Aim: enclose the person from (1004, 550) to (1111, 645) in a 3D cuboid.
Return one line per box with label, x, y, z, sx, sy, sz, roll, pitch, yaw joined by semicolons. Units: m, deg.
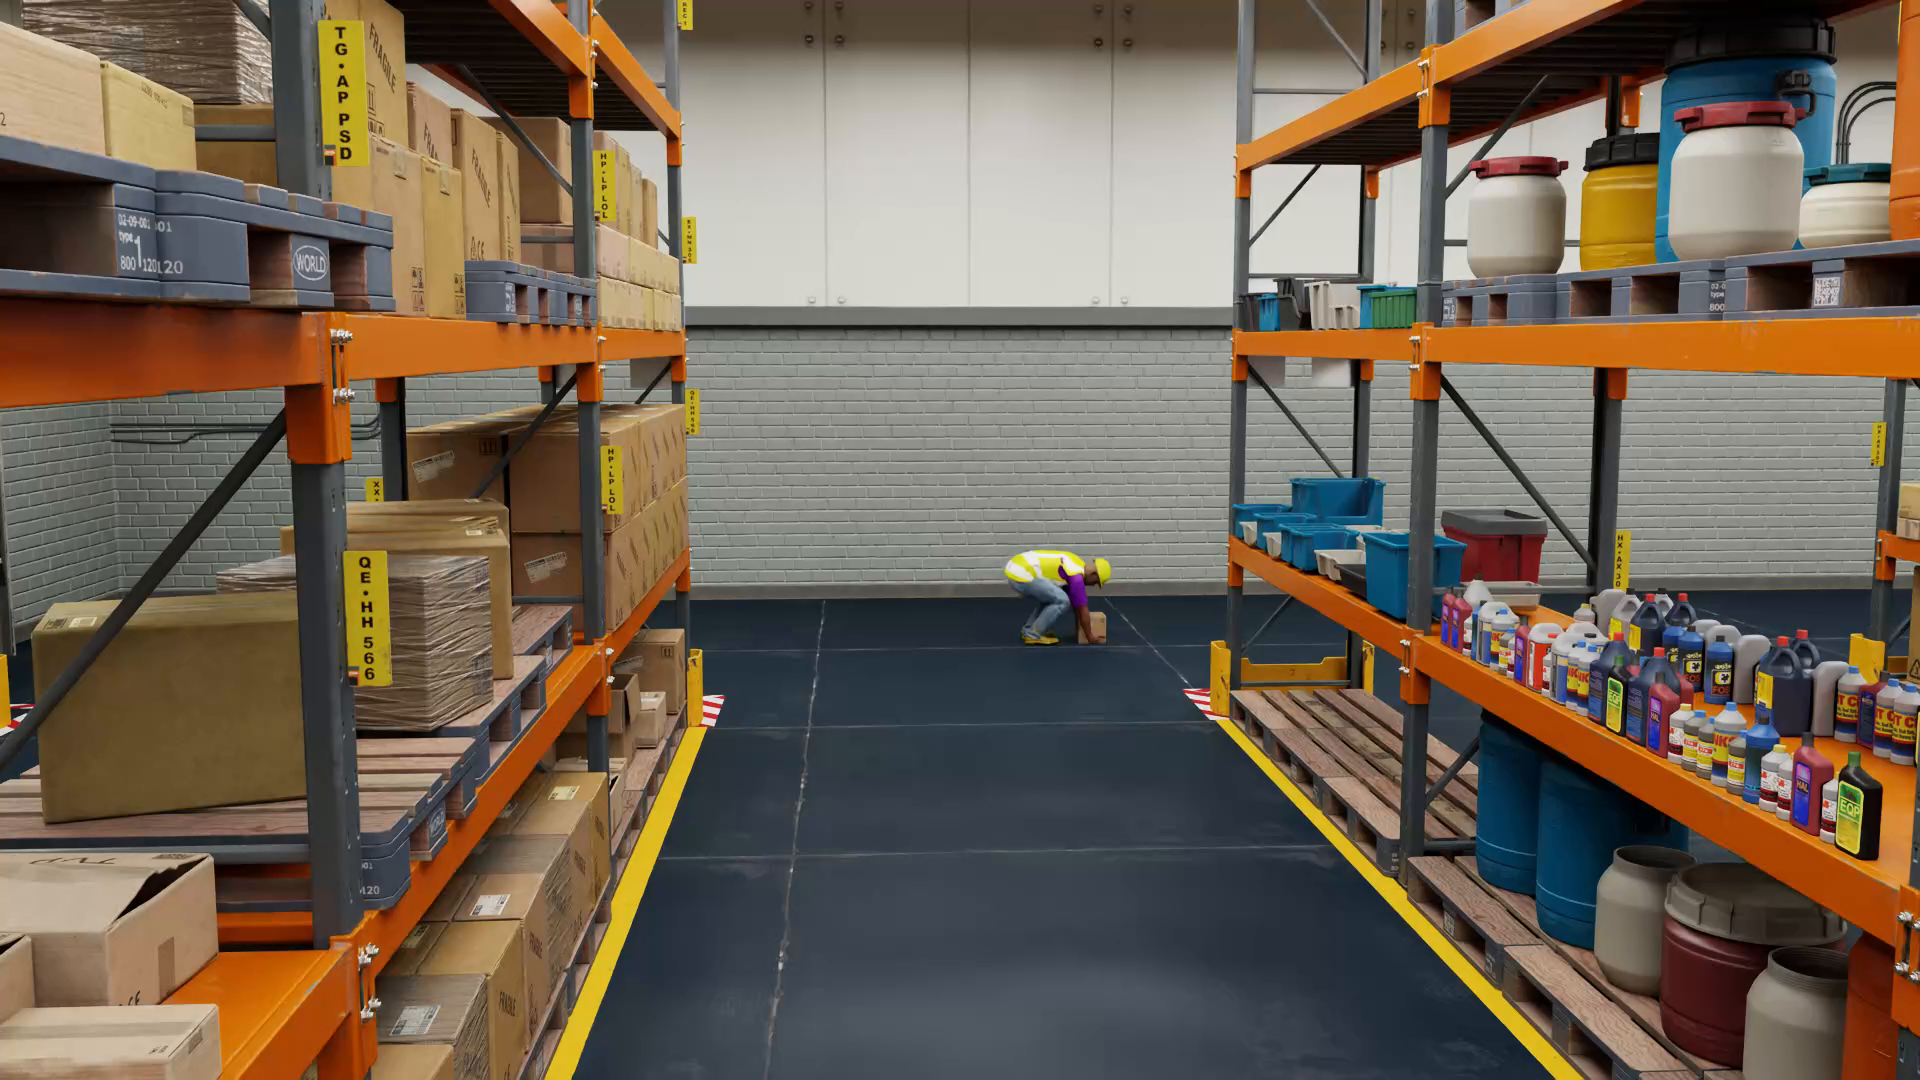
person;0.905;0.524;15.232;0.963;0.859;0.514;-1;7;-6
